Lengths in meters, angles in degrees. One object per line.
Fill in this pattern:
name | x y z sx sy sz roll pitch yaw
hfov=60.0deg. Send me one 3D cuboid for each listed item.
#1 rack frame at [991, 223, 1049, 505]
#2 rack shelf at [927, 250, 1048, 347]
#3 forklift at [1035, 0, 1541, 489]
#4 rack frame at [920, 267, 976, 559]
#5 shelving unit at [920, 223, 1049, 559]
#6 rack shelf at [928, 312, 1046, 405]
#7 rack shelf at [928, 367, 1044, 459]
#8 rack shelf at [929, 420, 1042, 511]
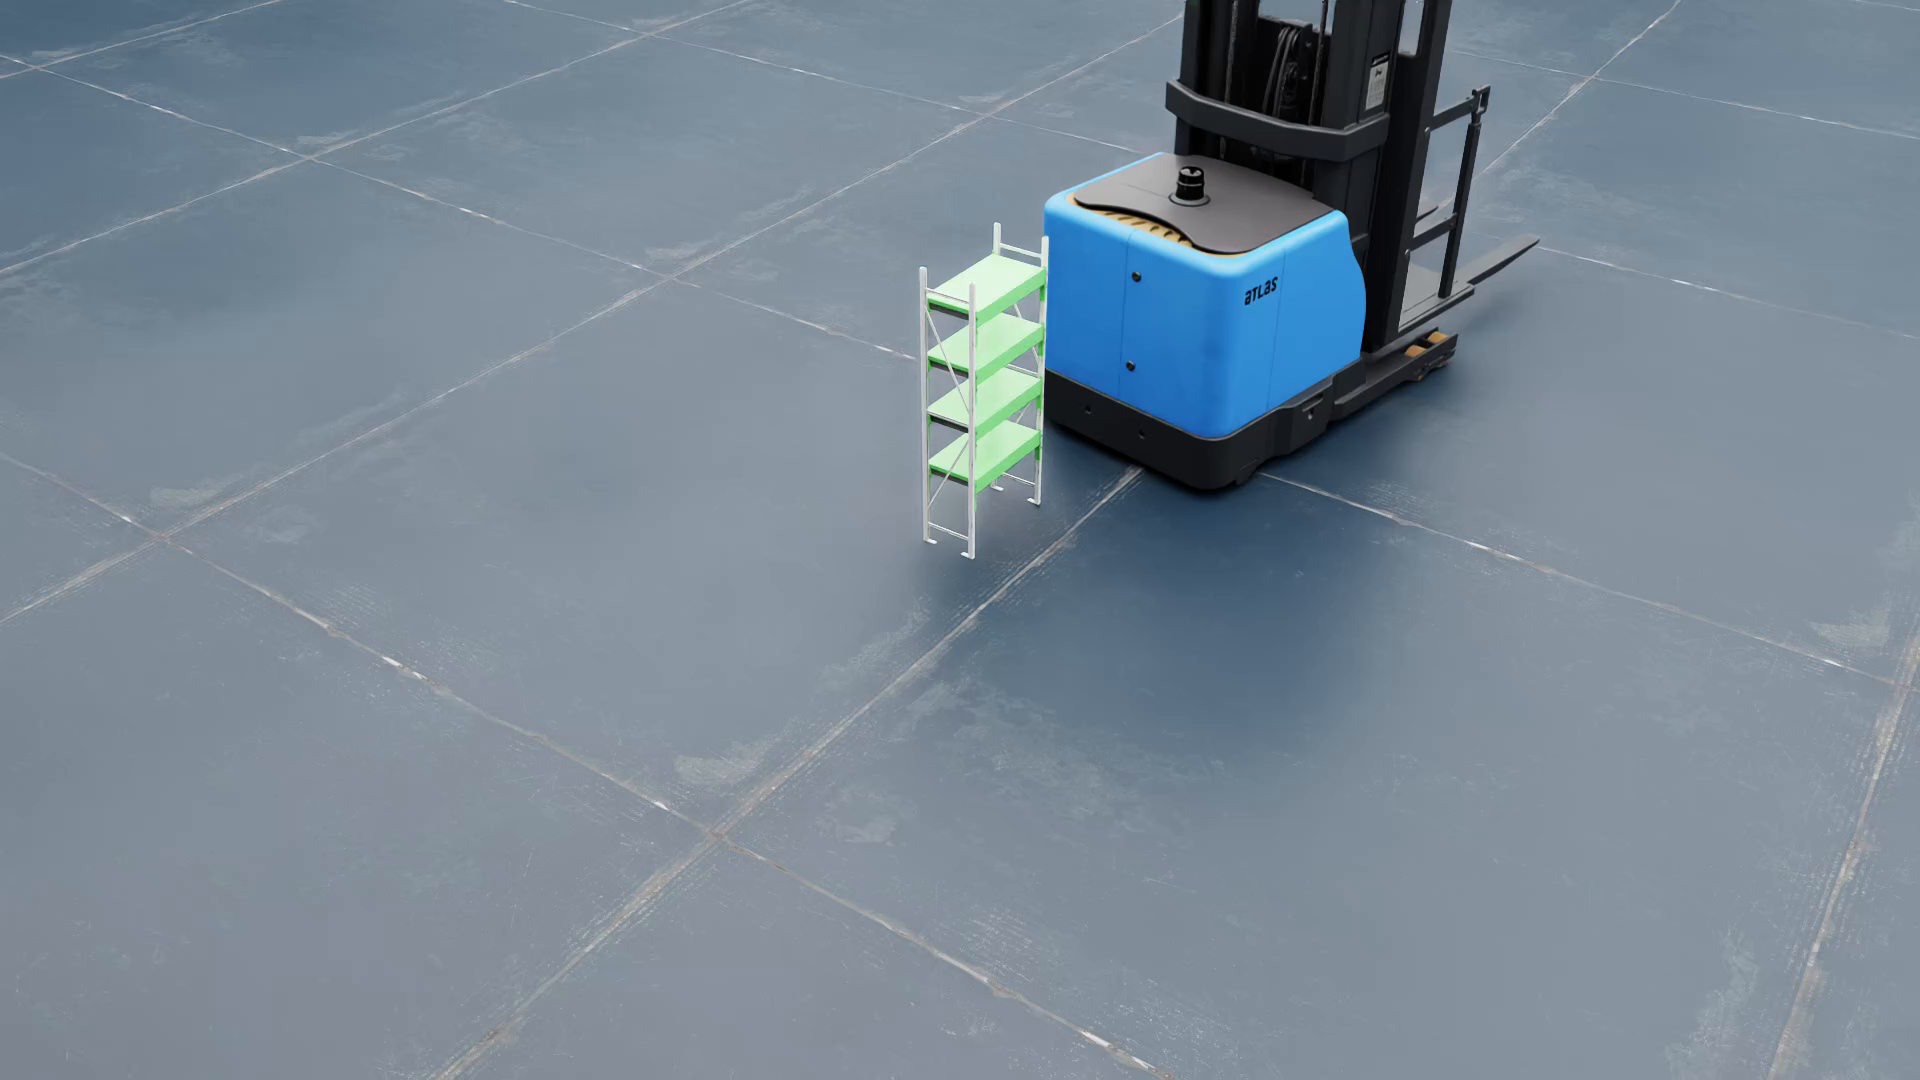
rack frame | 0.234 -0.685 6.693 0.240 1.200 0.015 21 39 28
rack shelf | 0.094 -0.918 6.293 0.258 0.148 0.480 21 39 28
forklift | 1.734 -2.148 7.310 1.130 2.935 3.031 29 44 36
rack frame | -0.045 -0.461 6.360 0.240 1.200 0.015 21 39 28
shelving unit | 0.094 -0.573 6.527 0.258 1.200 0.503 21 39 28
rack shelf | 0.094 -0.719 6.428 0.258 0.148 0.480 21 39 28
rack shelf | 0.094 -0.520 6.562 0.258 0.148 0.480 21 39 28
rack shelf | 0.094 -0.321 6.697 0.258 0.148 0.480 21 39 28
